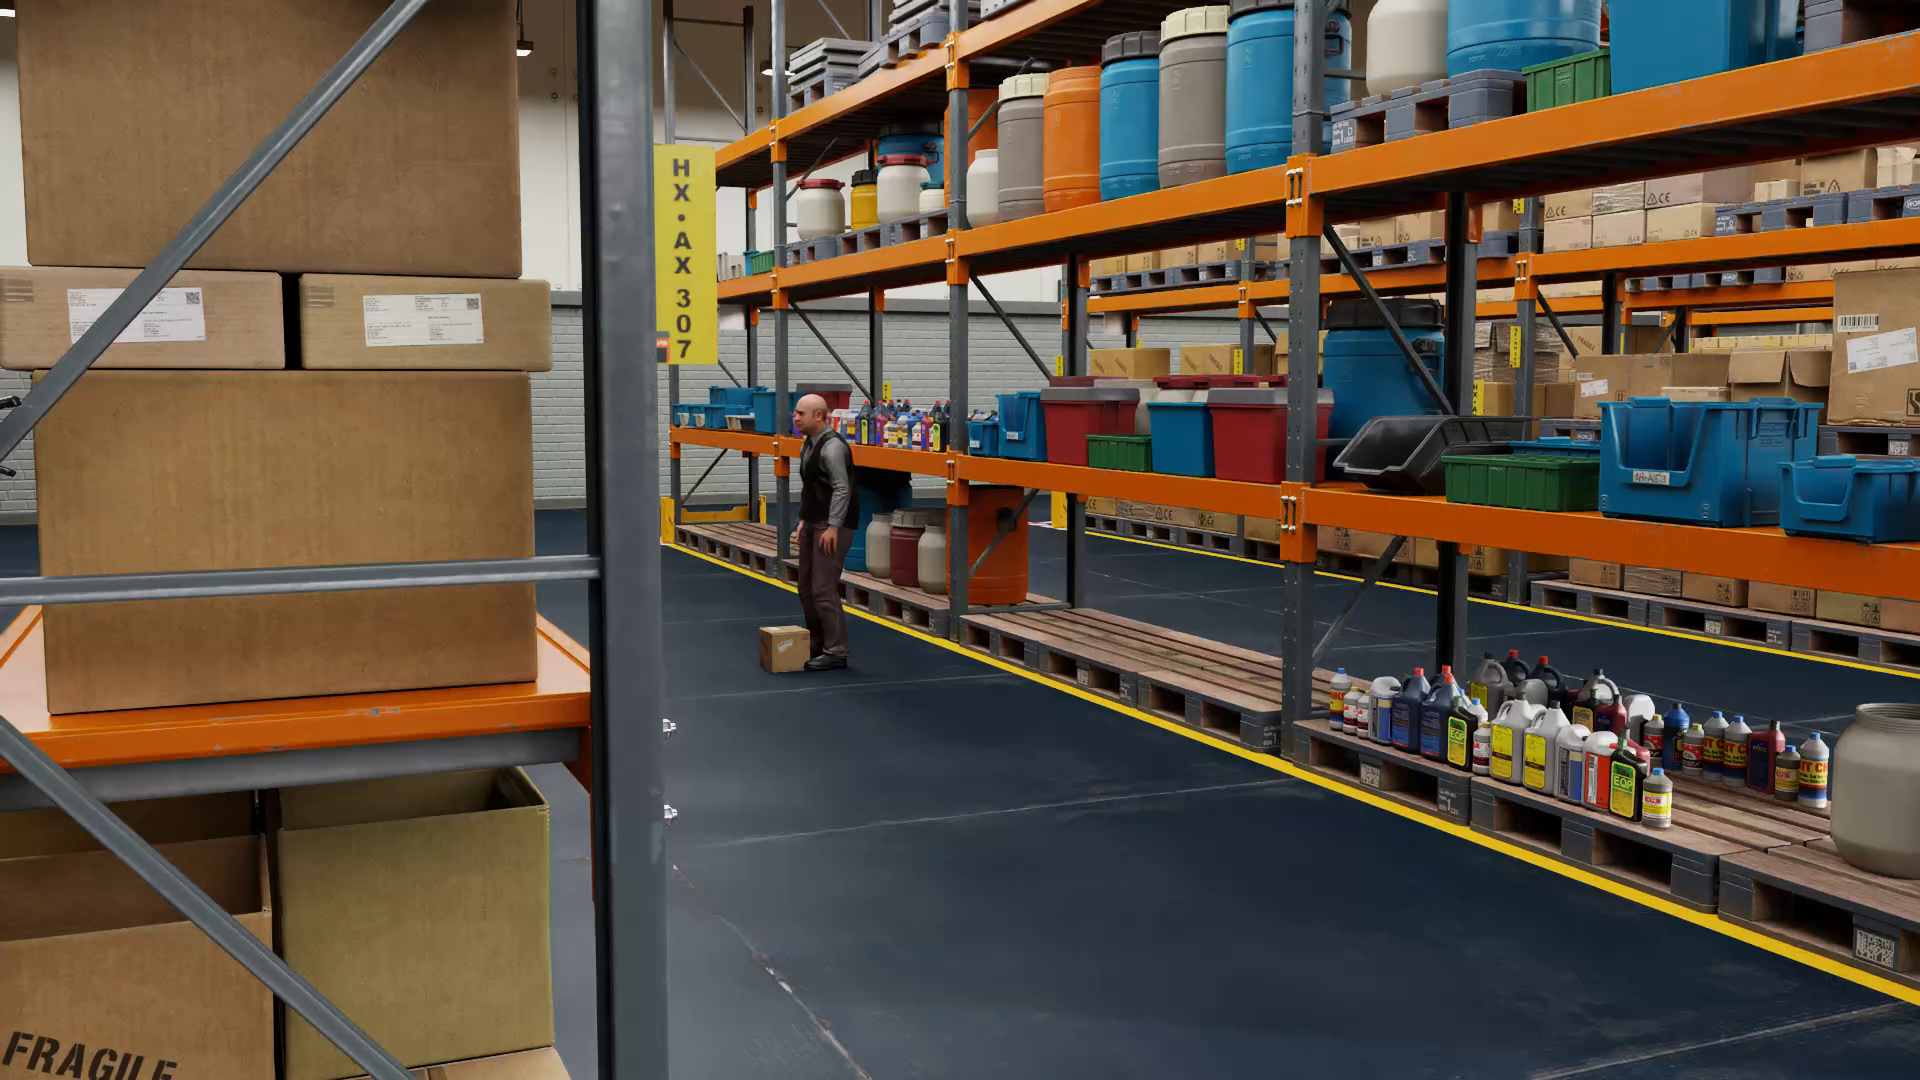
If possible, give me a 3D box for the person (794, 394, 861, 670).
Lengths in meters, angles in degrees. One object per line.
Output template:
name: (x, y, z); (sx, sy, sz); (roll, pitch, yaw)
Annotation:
person: (-0.852, -0.059, 10.507); (0.412, 1.721, 0.583); (-2, 6, -24)
